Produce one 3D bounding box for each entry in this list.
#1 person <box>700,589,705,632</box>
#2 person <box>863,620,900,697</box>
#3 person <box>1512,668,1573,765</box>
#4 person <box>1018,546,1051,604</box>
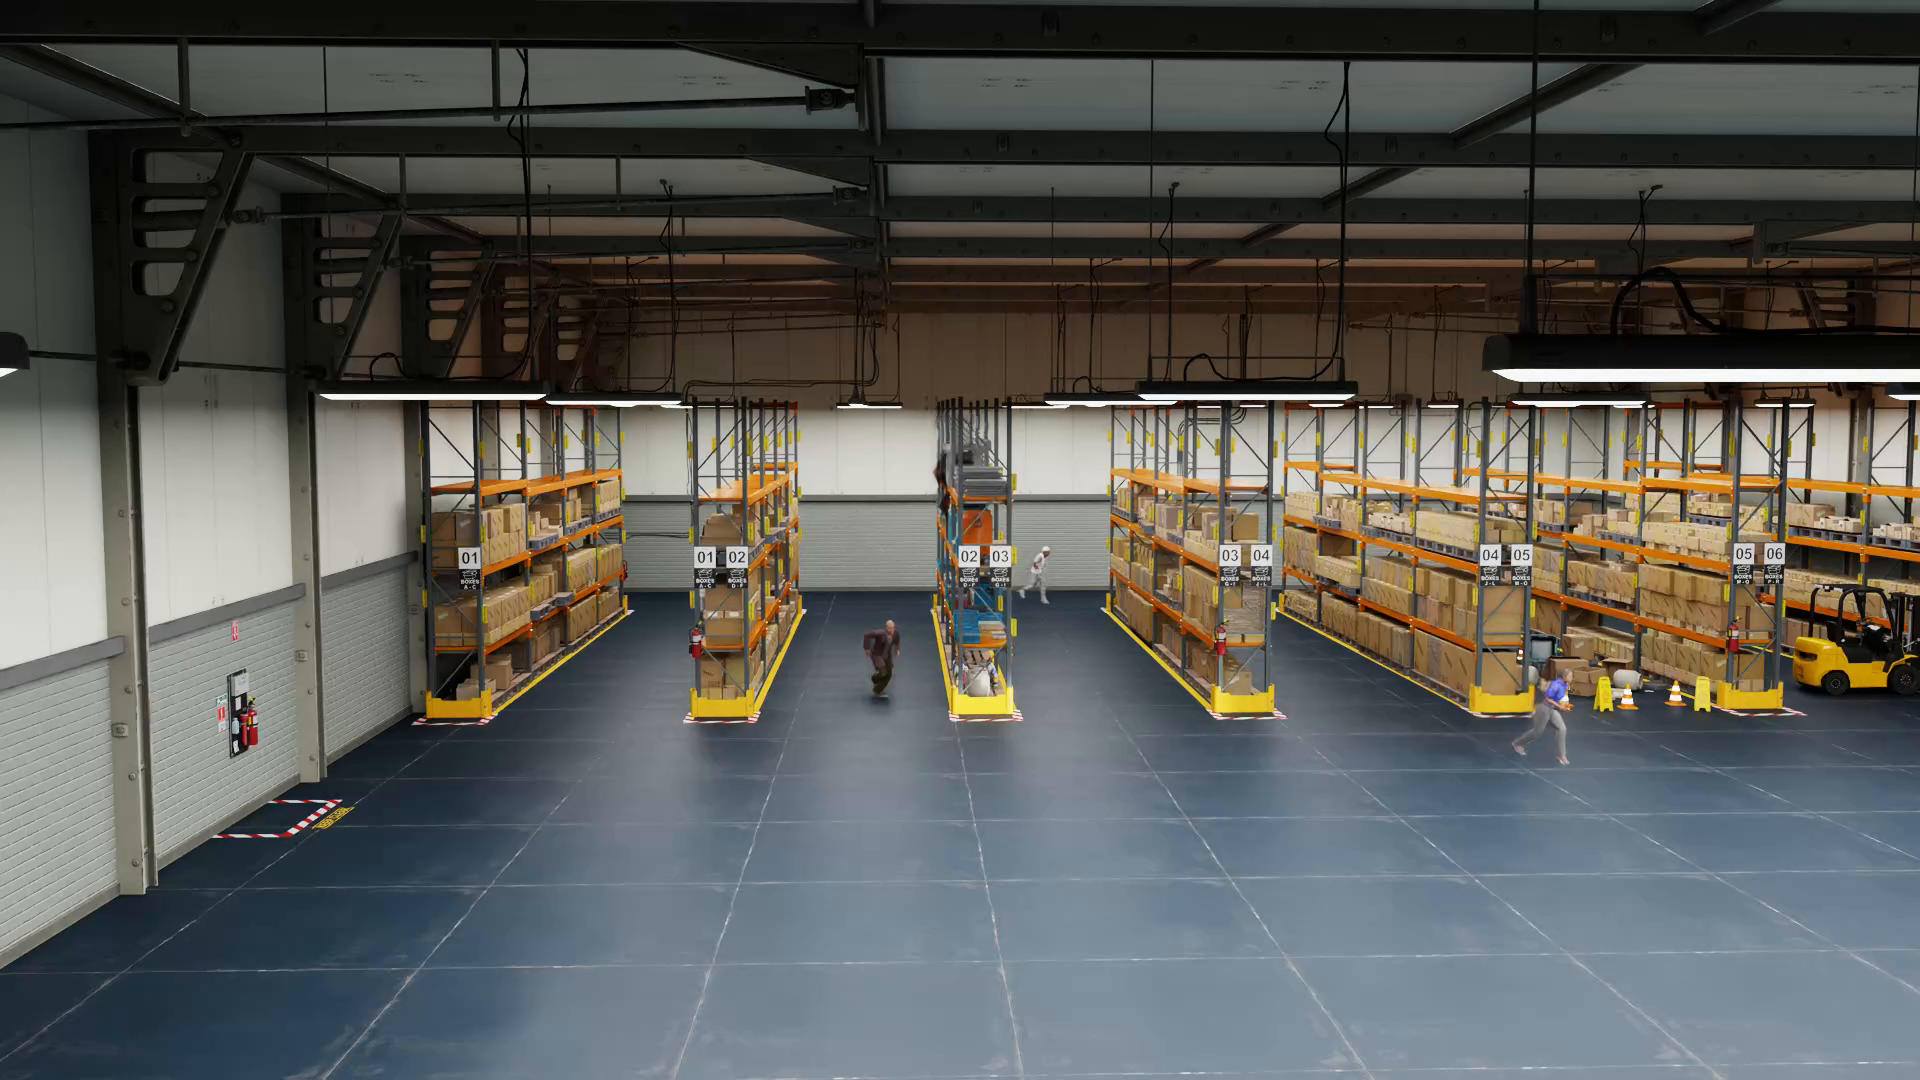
[{"bbox_3d":[-6.632,1.488,43.419,0.629,1.821,0.780,0,4,2],"label":"person"},{"bbox_3d":[-1.549,2.375,33.126,0.736,1.597,0.869,-3,5,-32],"label":"person"},{"bbox_3d":[9.548,2.858,27.246,0.966,1.616,0.615,3,6,37],"label":"person"},{"bbox_3d":[2.247,1.038,49.900,1.036,1.727,0.708,2,5,21],"label":"person"}]
